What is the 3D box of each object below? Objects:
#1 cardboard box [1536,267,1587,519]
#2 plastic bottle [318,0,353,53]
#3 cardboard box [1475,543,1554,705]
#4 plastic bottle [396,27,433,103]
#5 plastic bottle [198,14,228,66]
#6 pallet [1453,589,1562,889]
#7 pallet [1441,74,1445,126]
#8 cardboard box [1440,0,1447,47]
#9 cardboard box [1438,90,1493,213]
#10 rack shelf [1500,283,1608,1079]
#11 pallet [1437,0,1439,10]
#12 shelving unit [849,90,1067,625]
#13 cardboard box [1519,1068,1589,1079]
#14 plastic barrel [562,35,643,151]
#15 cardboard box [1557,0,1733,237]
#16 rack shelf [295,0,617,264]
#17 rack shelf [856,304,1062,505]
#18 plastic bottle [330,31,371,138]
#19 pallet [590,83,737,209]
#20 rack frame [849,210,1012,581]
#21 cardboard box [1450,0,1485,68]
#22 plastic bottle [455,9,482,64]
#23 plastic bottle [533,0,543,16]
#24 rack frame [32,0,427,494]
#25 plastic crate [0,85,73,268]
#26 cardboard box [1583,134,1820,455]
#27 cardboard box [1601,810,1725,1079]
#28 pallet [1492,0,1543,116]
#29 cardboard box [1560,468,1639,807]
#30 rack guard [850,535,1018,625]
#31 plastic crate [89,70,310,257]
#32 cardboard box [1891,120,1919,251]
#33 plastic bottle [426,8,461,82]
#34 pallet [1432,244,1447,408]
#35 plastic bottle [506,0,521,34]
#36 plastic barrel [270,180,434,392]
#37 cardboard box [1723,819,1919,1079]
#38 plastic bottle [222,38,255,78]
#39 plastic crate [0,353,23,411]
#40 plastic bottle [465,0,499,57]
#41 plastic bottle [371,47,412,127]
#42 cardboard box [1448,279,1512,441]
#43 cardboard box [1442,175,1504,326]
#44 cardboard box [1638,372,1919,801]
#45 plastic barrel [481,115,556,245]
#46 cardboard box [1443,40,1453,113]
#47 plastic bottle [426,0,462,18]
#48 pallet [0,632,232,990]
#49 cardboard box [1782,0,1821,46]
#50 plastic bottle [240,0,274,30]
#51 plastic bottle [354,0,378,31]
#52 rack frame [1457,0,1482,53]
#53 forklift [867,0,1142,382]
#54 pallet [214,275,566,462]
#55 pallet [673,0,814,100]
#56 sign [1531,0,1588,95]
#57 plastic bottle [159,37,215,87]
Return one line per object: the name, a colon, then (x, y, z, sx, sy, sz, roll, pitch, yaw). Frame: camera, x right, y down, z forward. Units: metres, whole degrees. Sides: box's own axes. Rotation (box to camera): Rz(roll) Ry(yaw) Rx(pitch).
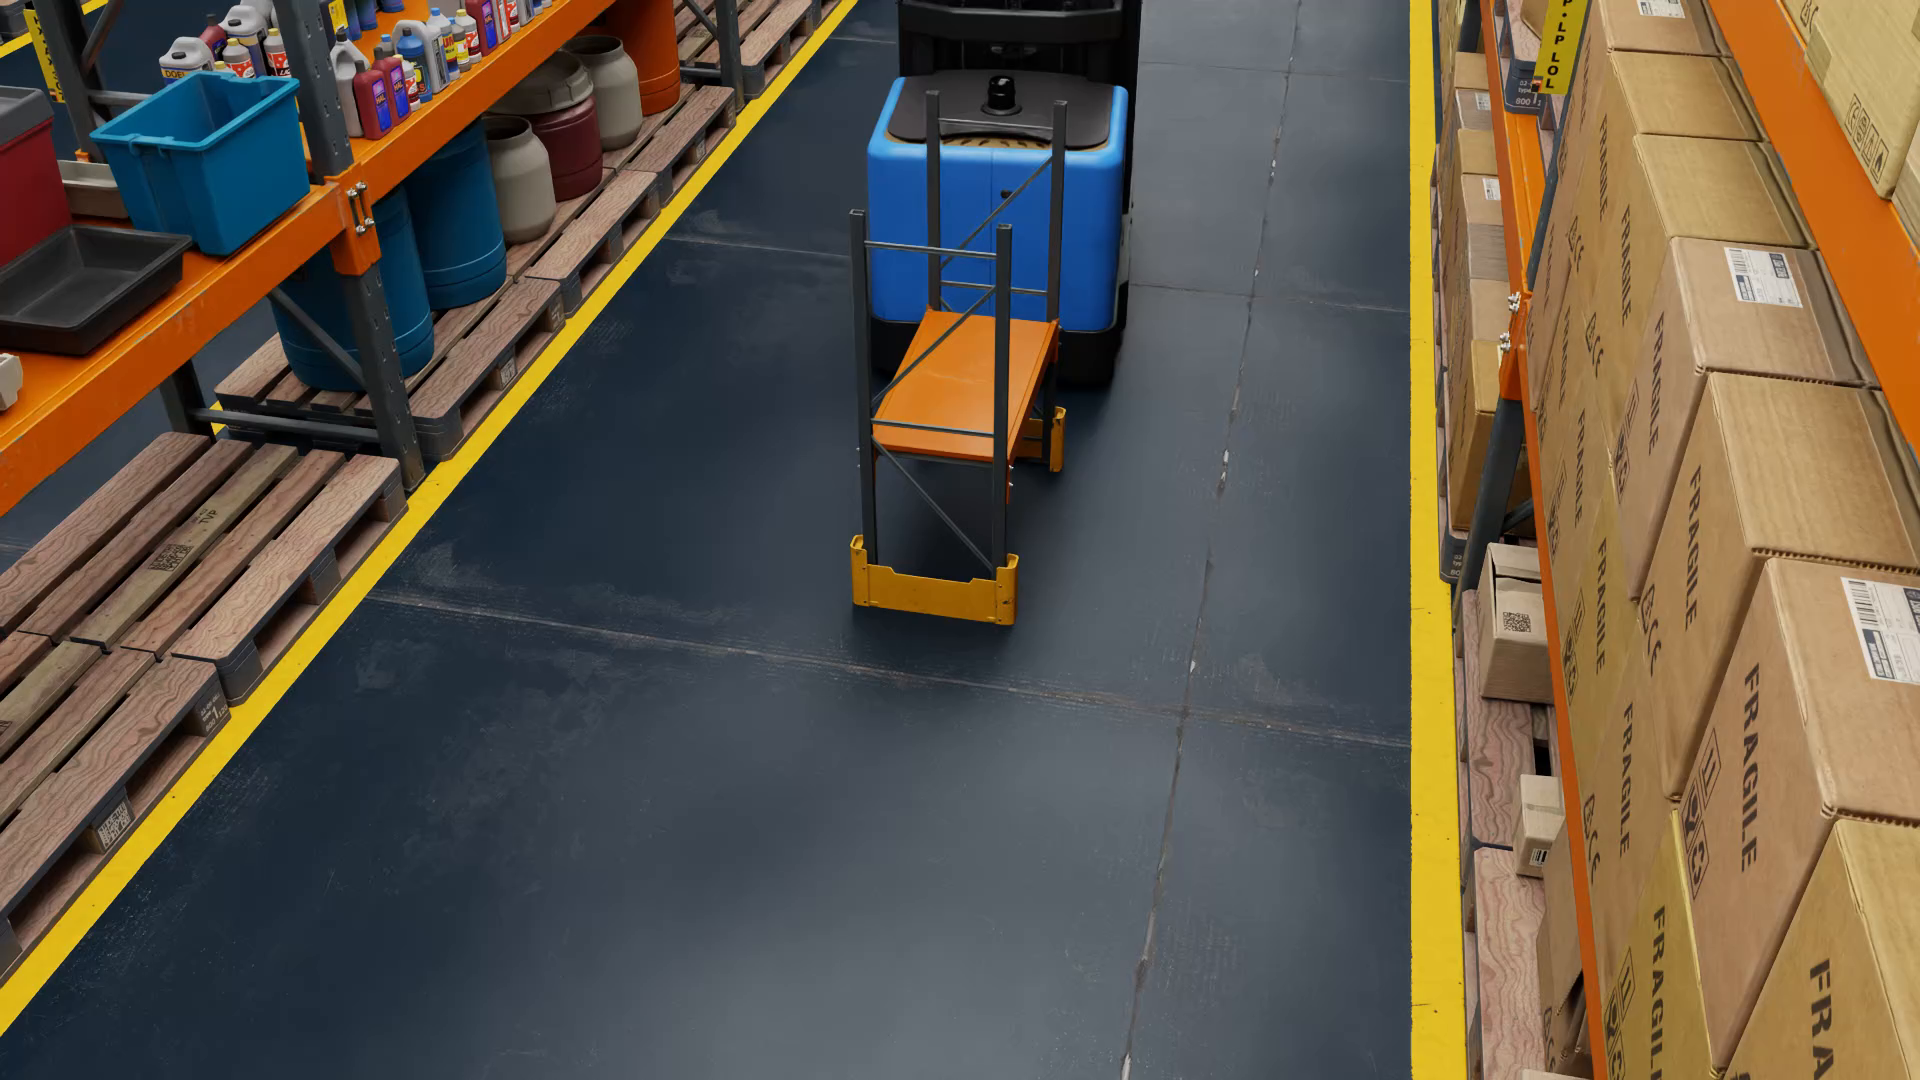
cardboard box: (1.740, -0.358, 4.102, 0.500, 0.500, 0.500, 8, 37, 11)
plastic bottle: (-2.560, -2.128, 6.672, 0.144, 0.351, 0.185, 7, 37, 10)
cardboard box: (1.920, 0.255, 5.259, 0.500, 0.311, 0.500, 7, 37, 10)
plastic bottle: (-2.066, -1.798, 6.284, 0.097, 0.271, 0.097, 0, 36, 0)
plastic bottle: (-2.844, -1.850, 6.346, 0.061, 0.283, 0.133, 7, 37, 10)
pallet: (2.074, 0.654, 5.169, 1.003, 0.211, 1.213, 7, 37, 10)
pallet: (3.290, -2.500, 9.520, 1.003, 0.211, 1.213, 7, 37, 10)
cardboard box: (3.167, -3.135, 10.005, 0.500, 0.250, 0.500, 8, 37, 11)
cardboard box: (2.593, -1.802, 7.936, 0.500, 0.500, 0.500, 6, 36, 8)
rack shelf: (1.794, 0.569, 3.522, 1.077, 0.370, 4.000, 7, 37, 10)
pallet: (3.811, -3.899, 11.450, 1.003, 0.211, 1.213, 7, 37, 10)
shelving unit: (0.016, -0.651, 5.870, 0.587, 1.500, 1.083, 7, 37, 10)
cardboard box: (1.475, 1.476, 3.626, 0.500, 0.250, 0.500, 7, 37, 10)
plastic barrel: (-1.884, -2.331, 8.672, 0.421, 0.512, 0.421, 0, 36, 0)
cardboard box: (1.846, -1.080, 4.246, 0.500, 0.500, 0.500, 8, 37, 11)
rack shelf: (-2.190, -2.348, 7.546, 1.077, 0.370, 4.000, 7, 37, 10)
rack shelf: (0.018, -0.511, 5.983, 0.538, 0.185, 1.000, 7, 37, 10)
plastic bottle: (-2.216, -1.657, 6.022, 0.144, 0.351, 0.185, 7, 37, 10)
pallet: (-1.890, -2.199, 9.104, 1.003, 0.211, 1.213, 7, 37, 10)
rack frame: (-0.090, -0.365, 5.475, 0.500, 1.500, 0.032, 7, 37, 10)
cardboard box: (2.947, -2.777, 9.033, 0.500, 0.311, 0.500, 8, 37, 11)
plastic bottle: (-1.975, -2.014, 6.642, 0.097, 0.201, 0.097, 0, 36, 0)
plastic bottle: (-1.847, -2.385, 7.094, 0.097, 0.271, 0.097, 0, 36, 0)
rack frame: (-2.617, -1.492, 5.753, 1.000, 3.000, 0.127, 7, 37, 10)
plastic crate: (-3.053, -1.062, 5.054, 0.402, 0.464, 0.583, 7, 37, 10)
cardboard box: (1.626, -0.489, 3.432, 0.500, 0.500, 0.500, 6, 36, 9)
cardboard box: (1.304, 0.795, 2.512, 0.500, 0.500, 0.500, 8, 37, 10)
pallet: (2.665, -1.969, 6.574, 1.003, 0.211, 1.213, 7, 37, 10)
cardboard box: (1.524, 0.221, 3.304, 0.500, 0.500, 0.500, 7, 36, 9)
rack guard: (-0.090, 0.141, 5.843, 0.587, 0.250, 0.087, 7, 37, 10)
plastic crate: (-2.383, -1.200, 5.312, 0.392, 0.384, 0.575, 7, 37, 10)
cardboard box: (1.337, -0.343, 1.738, 0.500, 0.250, 0.500, 7, 37, 10)
plastic bottle: (-2.016, -1.931, 6.467, 0.097, 0.271, 0.097, 0, 36, 0)
pallet: (2.617, -0.913, 7.329, 1.003, 0.211, 1.213, 7, 37, 10)
plastic bottle: (-1.897, -2.223, 6.931, 0.097, 0.201, 0.097, 0, 36, 0)
plastic barrel: (-2.484, -1.122, 6.673, 0.600, 0.901, 0.708, 7, 37, 10)
cardboard box: (1.193, 0.689, 1.806, 0.500, 0.500, 0.500, 7, 37, 10)
plastic bottle: (-2.763, -1.817, 6.370, 0.097, 0.201, 0.097, 0, 36, 0)
plastic crate: (-2.695, -0.374, 4.383, 0.293, 0.136, 0.466, 7, 37, 10)
plastic bottle: (-1.932, -2.111, 6.706, 0.061, 0.283, 0.133, 7, 37, 10)
plastic bottle: (-2.093, -1.678, 6.109, 0.061, 0.283, 0.133, 7, 37, 10)
cardboard box: (2.161, -0.636, 6.327, 0.500, 0.500, 0.500, 7, 37, 10)
cardboard box: (2.374, -1.216, 7.126, 0.500, 0.500, 0.500, 6, 36, 8)
cardboard box: (1.407, 0.102, 2.617, 0.500, 0.500, 0.500, 8, 37, 11)
plastic barrel: (-2.125, -1.683, 7.778, 0.421, 0.512, 0.421, 0, 36, 0)
cardboard box: (2.950, -2.551, 9.199, 0.500, 0.250, 0.500, 8, 37, 11)
plastic bottle: (-2.097, -2.209, 6.848, 0.152, 0.276, 0.135, 7, 37, 10)
pallet: (-2.995, 0.765, 5.015, 1.003, 0.211, 1.213, 7, 37, 10)
cardboard box: (1.553, -0.916, 2.529, 0.500, 0.250, 0.500, 7, 37, 10)
plastic bottle: (-2.740, -2.040, 6.551, 0.144, 0.351, 0.185, 7, 37, 10)
plastic bottle: (-2.508, -2.277, 6.946, 0.097, 0.271, 0.097, 0, 36, 0)
rack frame: (3.076, -3.162, 8.057, 1.000, 3.000, 0.127, 7, 37, 10)
forklift: (0.295, -2.707, 7.487, 1.130, 2.935, 3.031, 4, 36, 5)
pallet: (-2.411, -0.800, 7.174, 1.003, 0.211, 1.213, 7, 37, 10)
pallet: (-1.559, -3.096, 10.341, 1.003, 0.211, 1.213, 7, 37, 10)
sign: (1.678, -1.405, 4.647, 0.100, 0.325, 0.005, 7, 37, 10)
plastic bottle: (-2.849, -1.708, 6.157, 0.152, 0.276, 0.135, 7, 37, 10)
